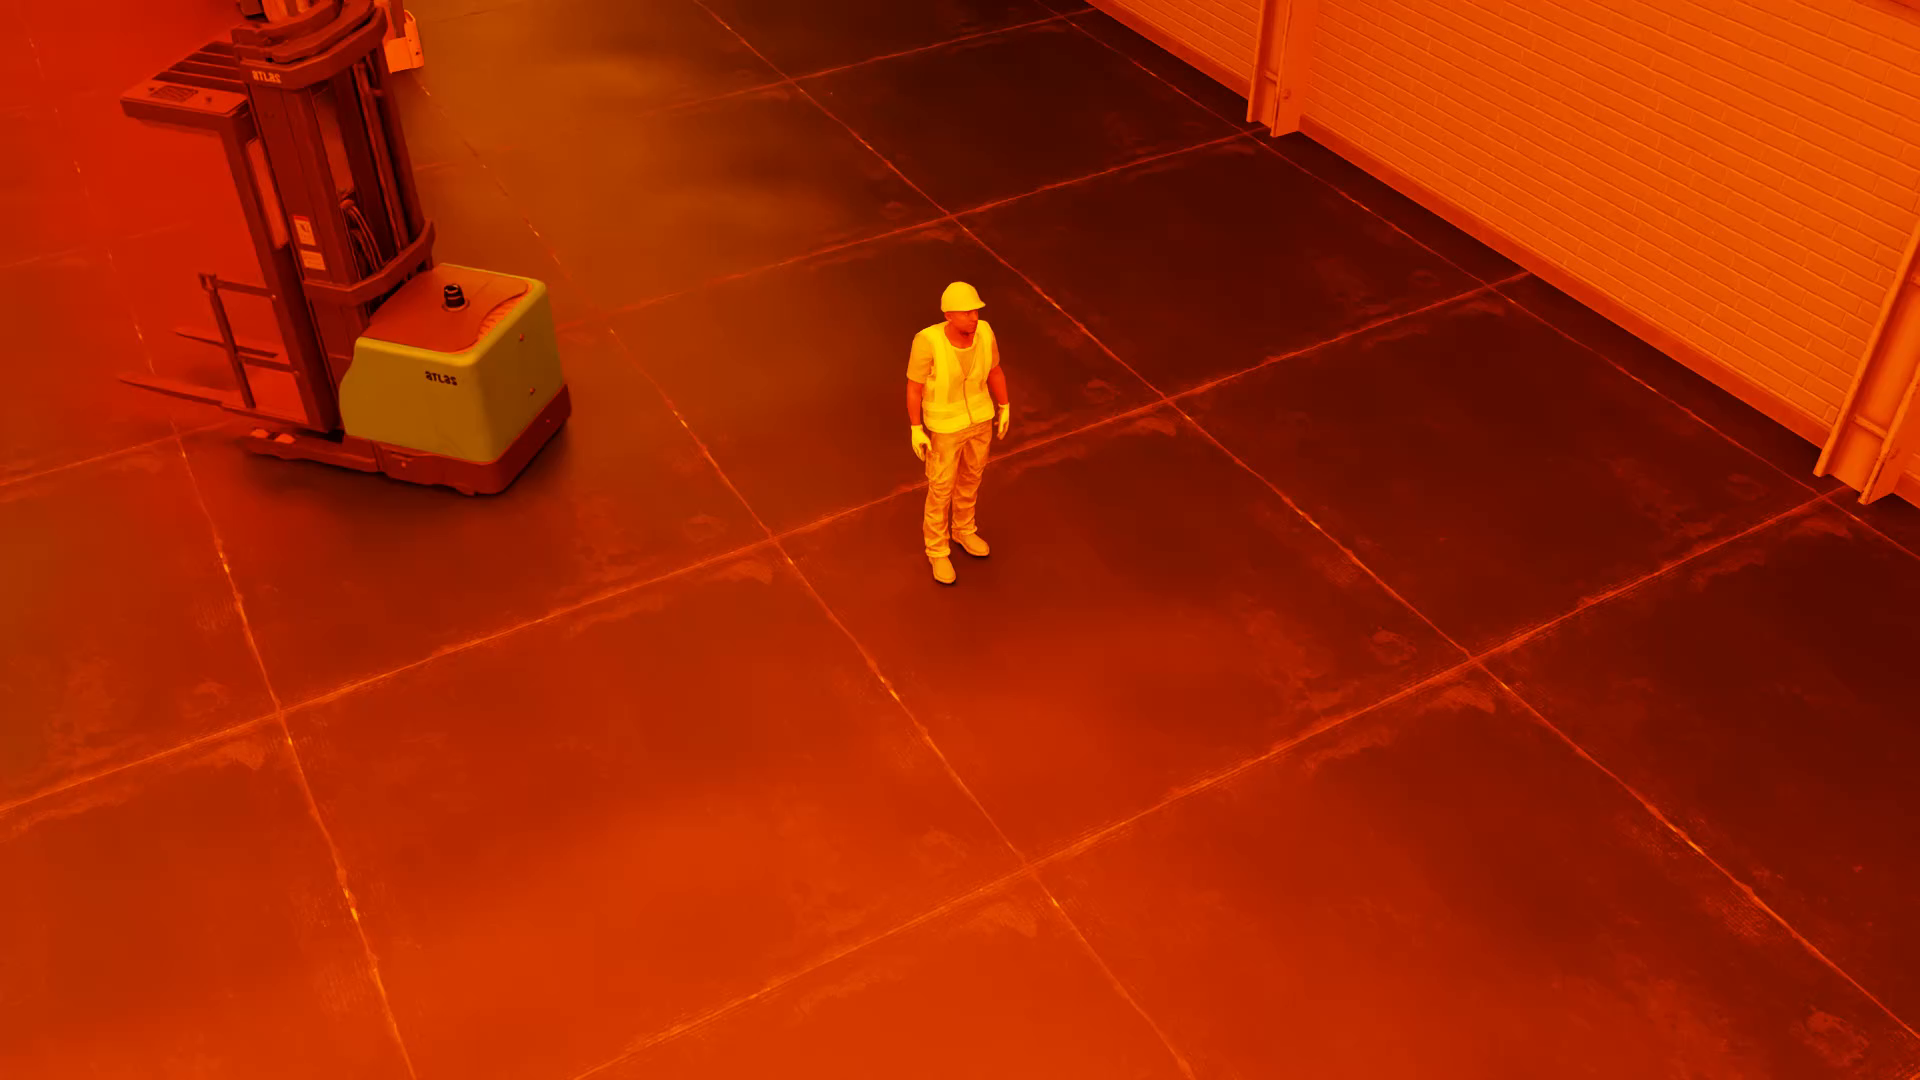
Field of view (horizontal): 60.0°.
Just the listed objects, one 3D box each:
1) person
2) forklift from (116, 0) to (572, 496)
[{"bbox_3d":[0.029,-0.649,9.707,0.657,1.783,0.575,-20,44,-23],"label":"person"},{"bbox_3d":[-4.204,-1.964,10.405,3.031,2.935,1.130,12,41,14],"label":"forklift"}]
